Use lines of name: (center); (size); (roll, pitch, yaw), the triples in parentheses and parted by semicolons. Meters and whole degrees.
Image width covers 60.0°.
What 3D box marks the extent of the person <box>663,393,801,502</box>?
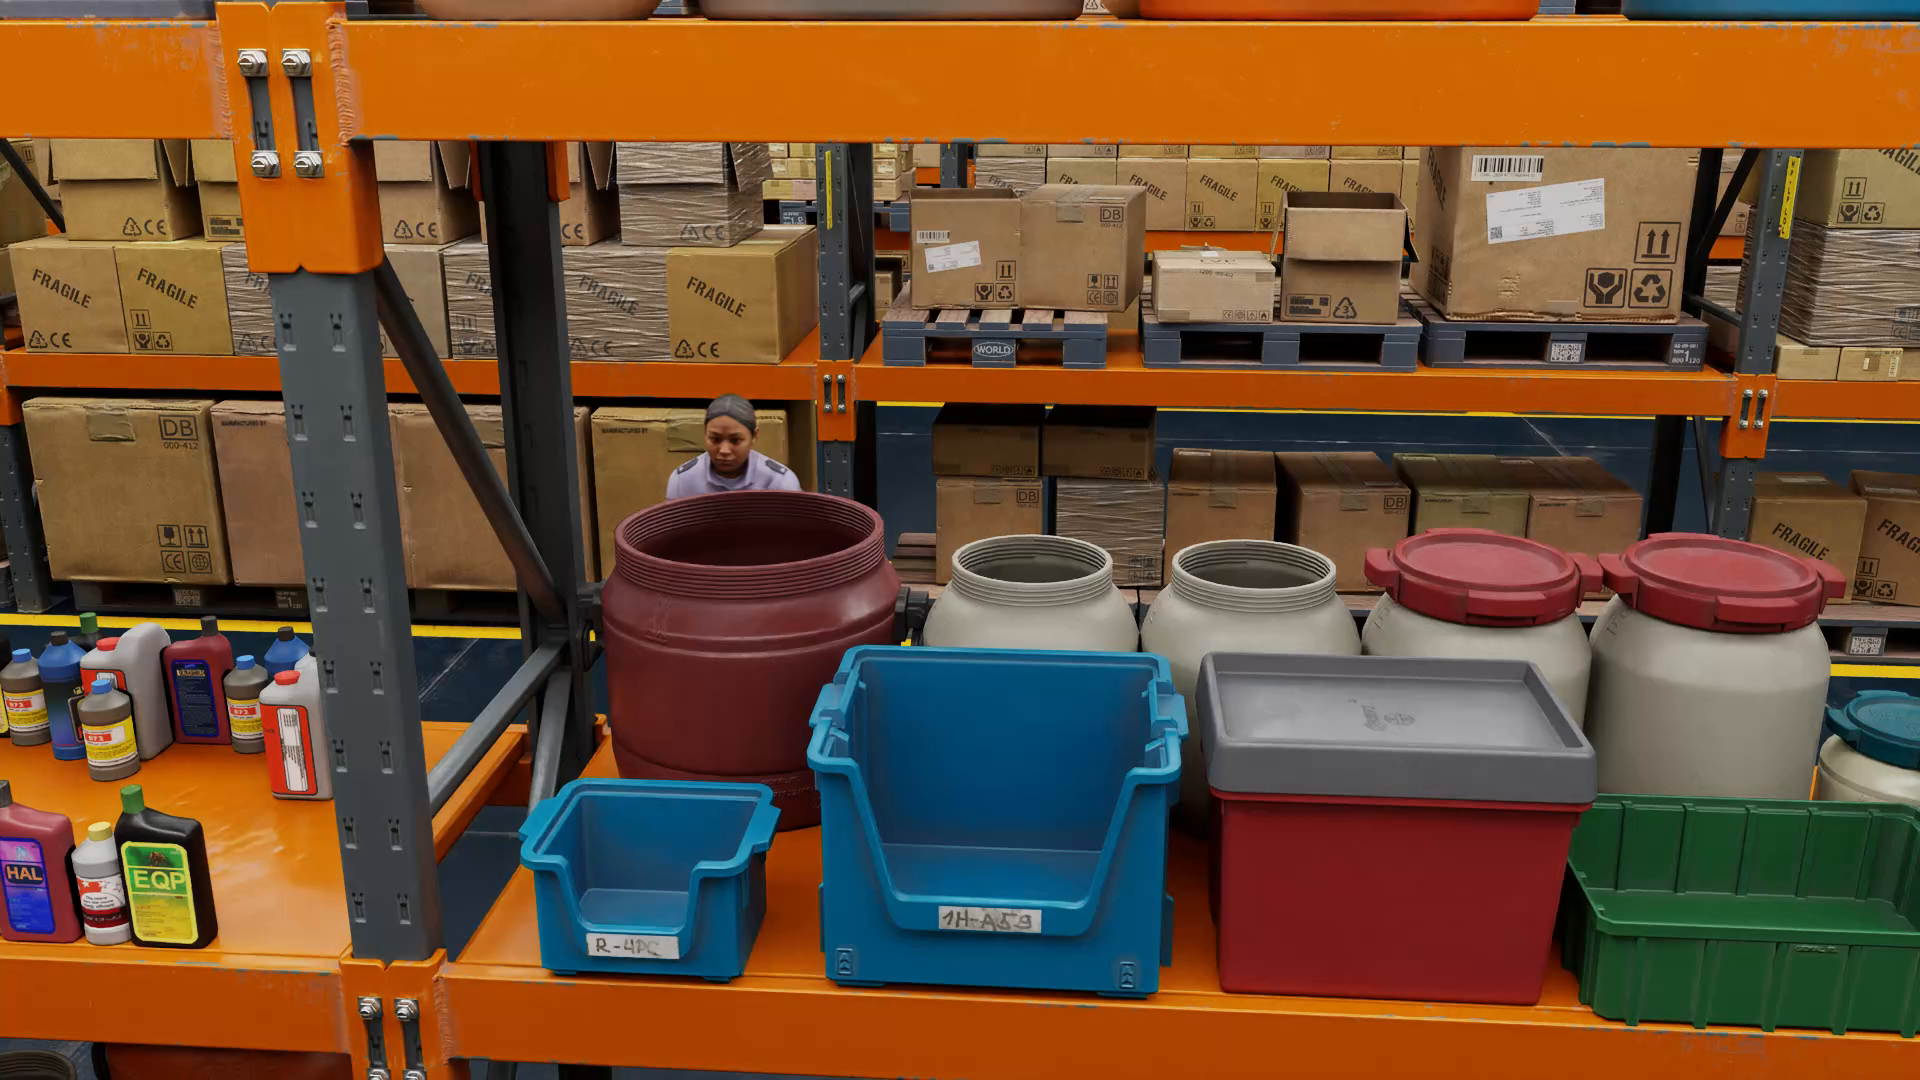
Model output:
person: (-0.764, 0.296, 5.631); (0.554, 1.652, 0.367); (1, 18, 3)
